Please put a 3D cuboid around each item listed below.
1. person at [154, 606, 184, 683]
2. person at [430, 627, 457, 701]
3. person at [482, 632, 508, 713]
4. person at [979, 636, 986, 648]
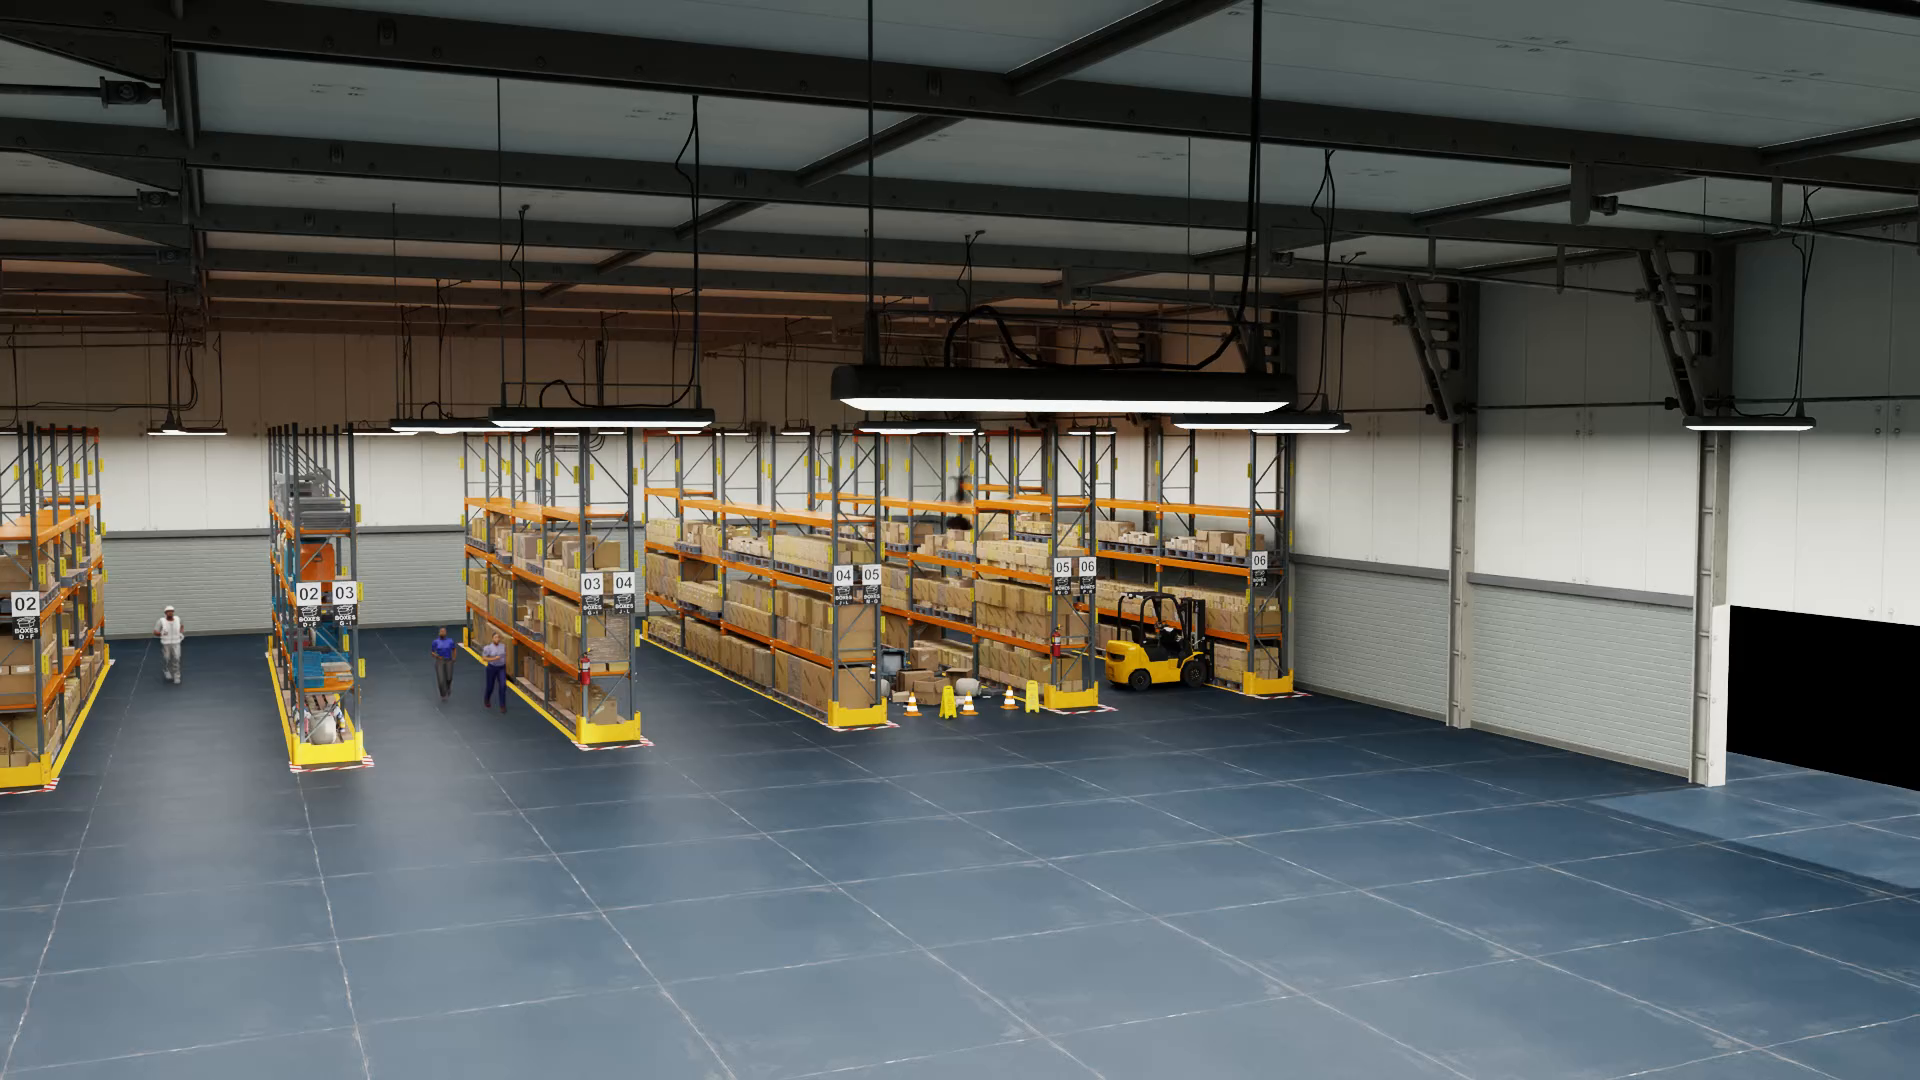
[{"bbox_3d":[-18.463,2.425,38.876,0.683,1.771,0.969,-2,4,-35],"label":"person"},{"bbox_3d":[-11.237,2.713,36.238,0.569,1.605,0.529,-1,4,-23],"label":"person"},{"bbox_3d":[-9.731,2.756,34.819,0.598,1.639,0.933,-2,4,-33],"label":"person"},{"bbox_3d":[0.528,2.227,43.460,0.651,1.775,0.739,-1,4,-23],"label":"person"}]
